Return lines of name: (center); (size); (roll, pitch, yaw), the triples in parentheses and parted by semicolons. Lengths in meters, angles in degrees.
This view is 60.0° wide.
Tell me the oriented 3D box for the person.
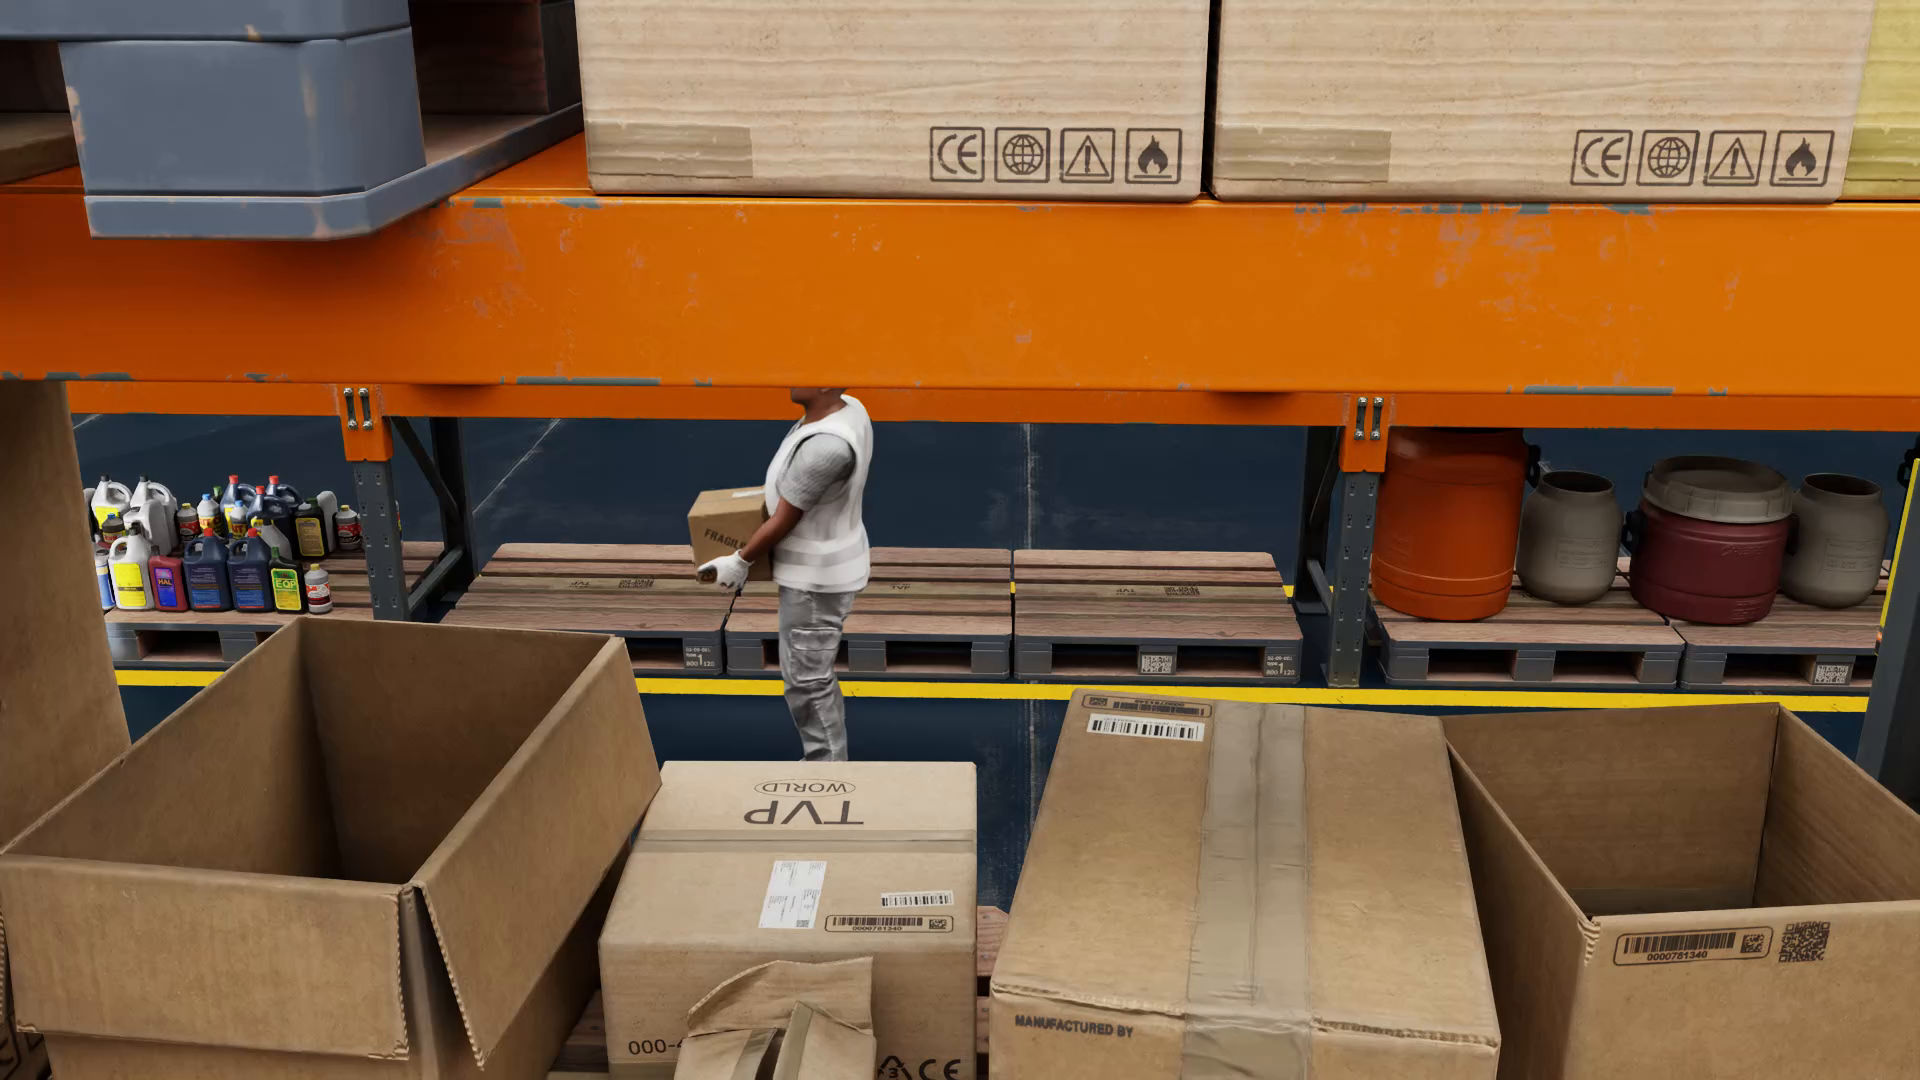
person: (-0.588, 0.129, 5.709); (0.579, 1.782, 0.494); (1, 21, 2)
